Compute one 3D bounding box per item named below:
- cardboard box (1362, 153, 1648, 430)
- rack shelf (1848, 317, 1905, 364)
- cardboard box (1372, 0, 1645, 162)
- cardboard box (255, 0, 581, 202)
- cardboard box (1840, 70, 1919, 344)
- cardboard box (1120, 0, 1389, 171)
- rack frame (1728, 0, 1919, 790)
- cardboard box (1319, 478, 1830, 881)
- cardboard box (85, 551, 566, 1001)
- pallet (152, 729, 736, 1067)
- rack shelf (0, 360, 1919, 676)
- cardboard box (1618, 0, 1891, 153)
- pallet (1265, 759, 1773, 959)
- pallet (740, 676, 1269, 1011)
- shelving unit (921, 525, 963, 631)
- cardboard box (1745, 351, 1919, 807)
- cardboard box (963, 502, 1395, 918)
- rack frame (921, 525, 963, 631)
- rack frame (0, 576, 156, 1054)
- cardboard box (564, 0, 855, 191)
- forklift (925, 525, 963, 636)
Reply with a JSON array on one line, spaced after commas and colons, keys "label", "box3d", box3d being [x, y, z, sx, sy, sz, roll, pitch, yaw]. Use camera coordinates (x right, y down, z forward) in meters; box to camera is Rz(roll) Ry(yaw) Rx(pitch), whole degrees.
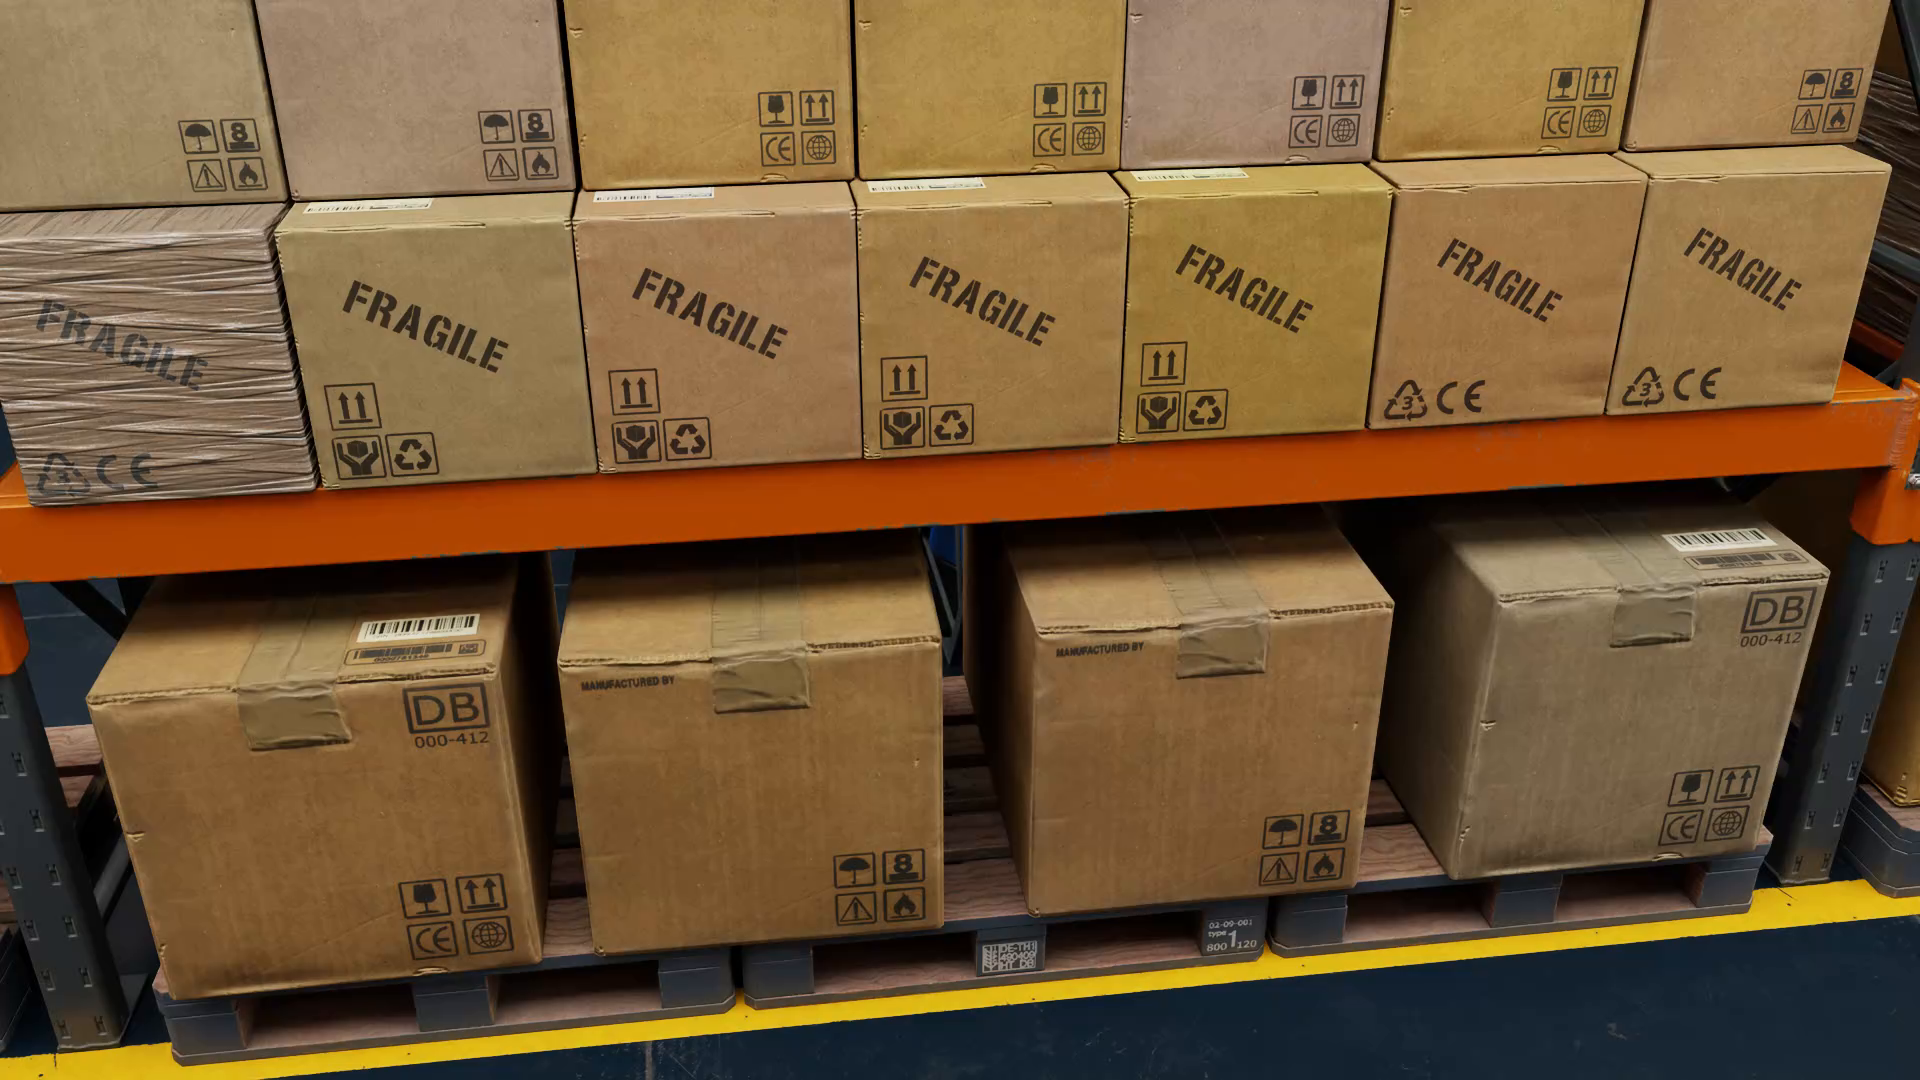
[{"label": "cardboard box", "box3d": [1.029, -0.568, 3.462, 0.500, 0.500, 0.500, -4, 27, -8]}, {"label": "rack shelf", "box3d": [3.990, -0.636, 4.199, 3.809, 0.052, 0.919, -4, 27, -7]}, {"label": "cardboard box", "box3d": [1.009, -1.131, 3.464, 0.500, 0.500, 0.700, -4, 27, -8]}, {"label": "cardboard box", "box3d": [-1.005, -1.001, 3.211, 0.500, 0.500, 0.700, -4, 27, -8]}, {"label": "cardboard box", "box3d": [2.373, -0.805, 3.869, 0.550, 0.550, 0.875, -4, 27, -7]}, {"label": "cardboard box", "box3d": [0.509, -1.099, 3.402, 0.500, 0.500, 0.700, -3, 27, -7]}, {"label": "rack frame", "box3d": [2.009, -0.708, 3.845, 0.053, 2.616, 0.949, -4, 27, -7]}, {"label": "cardboard box", "box3d": [1.407, 0.185, 4.109, 0.750, 0.750, 1.050, -4, 27, -7]}, {"label": "cardboard box", "box3d": [-1.336, 0.361, 3.766, 0.750, 0.750, 1.050, -4, 27, -8]}, {"label": "pallet", "box3d": [-1.161, 0.769, 4.020, 1.213, 0.211, 1.003, -4, 27, -7]}, {"label": "rack shelf", "box3d": [0.029, -0.262, 3.764, 4.000, 0.370, 1.077, -4, 27, -7]}, {"label": "cardboard box", "box3d": [1.518, -1.165, 3.530, 0.500, 0.500, 0.700, -4, 27, -8]}, {"label": "pallet", "box3d": [1.255, 0.614, 4.322, 1.213, 0.211, 1.003, -4, 27, -7]}, {"label": "pallet", "box3d": [-1.744, -0.368, 6.237, 4.108, 0.211, 6.107, -4, 27, -7]}, {"label": "shelving unit", "box3d": [0.521, -0.237, 4.613, 1.030, 0.981, 0.538, -1, 42, -18]}, {"label": "cardboard box", "box3d": [2.642, 0.040, 4.253, 0.875, 0.875, 0.875, -3, 27, -6]}, {"label": "cardboard box", "box3d": [0.451, 0.244, 3.993, 0.750, 0.750, 1.050, -4, 27, -7]}, {"label": "rack frame", "box3d": [0.037, -0.233, 4.461, 0.013, 0.981, 0.475, -1, 42, -18]}, {"label": "rack frame", "box3d": [-1.952, -0.455, 3.352, 0.127, 3.000, 1.000, -4, 27, -7]}, {"label": "cardboard box", "box3d": [-0.498, -1.035, 3.277, 0.500, 0.500, 0.700, -4, 27, -8]}, {"label": "forklift", "box3d": [-0.407, -1.481, 5.523, 1.129, 2.843, 3.031, -21, 34, -35]}]
